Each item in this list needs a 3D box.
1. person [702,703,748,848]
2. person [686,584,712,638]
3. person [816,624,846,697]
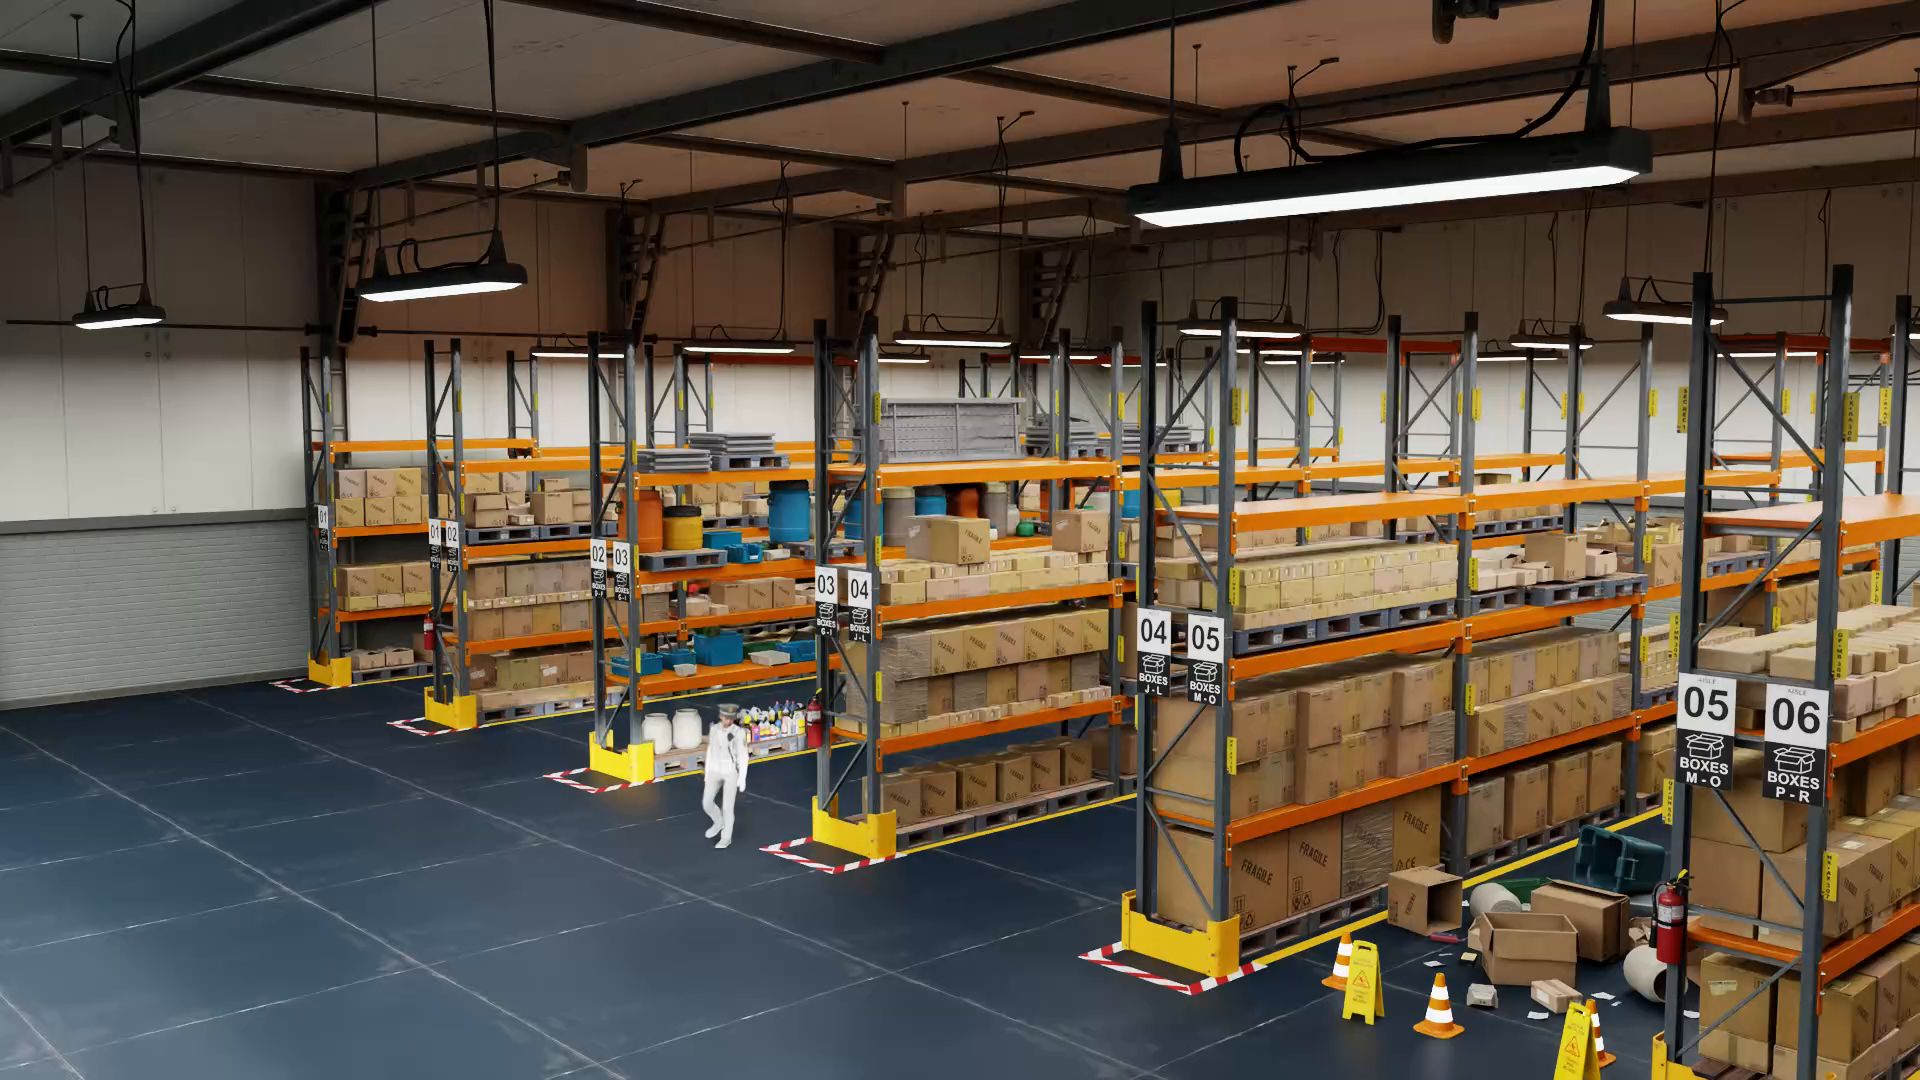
[{"bbox_3d":[-2.676,2.660,18.944,0.611,1.657,0.450,2,5,18],"label":"person"},{"bbox_3d":[-4.915,1.596,31.698,0.675,1.583,0.988,2,6,25],"label":"person"},{"bbox_3d":[-1.975,1.941,26.575,0.640,1.770,0.759,2,5,21],"label":"person"}]
